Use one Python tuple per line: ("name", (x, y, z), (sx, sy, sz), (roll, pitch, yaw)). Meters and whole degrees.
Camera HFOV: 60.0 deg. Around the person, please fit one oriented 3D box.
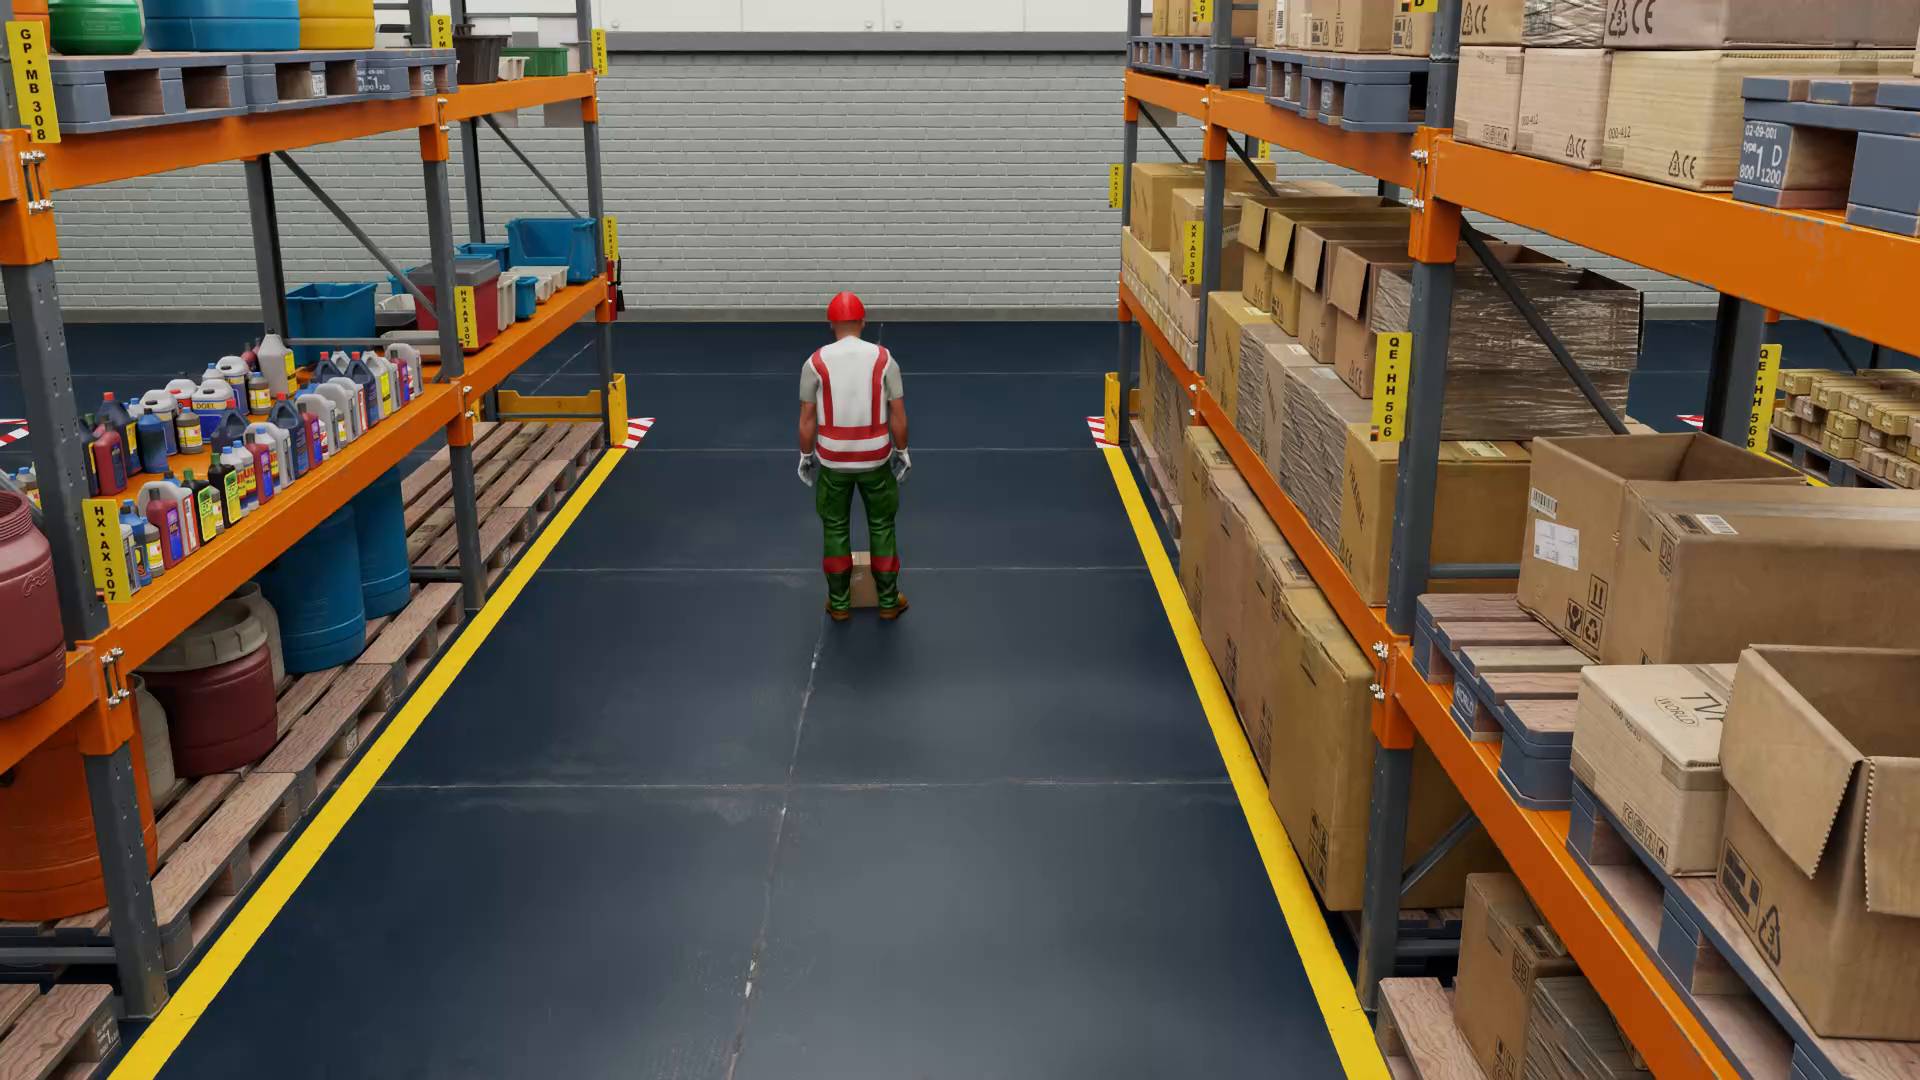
("person", (-0.569, -0.441, 8.968), (0.611, 1.778, 0.451), (-1, 17, -4))
